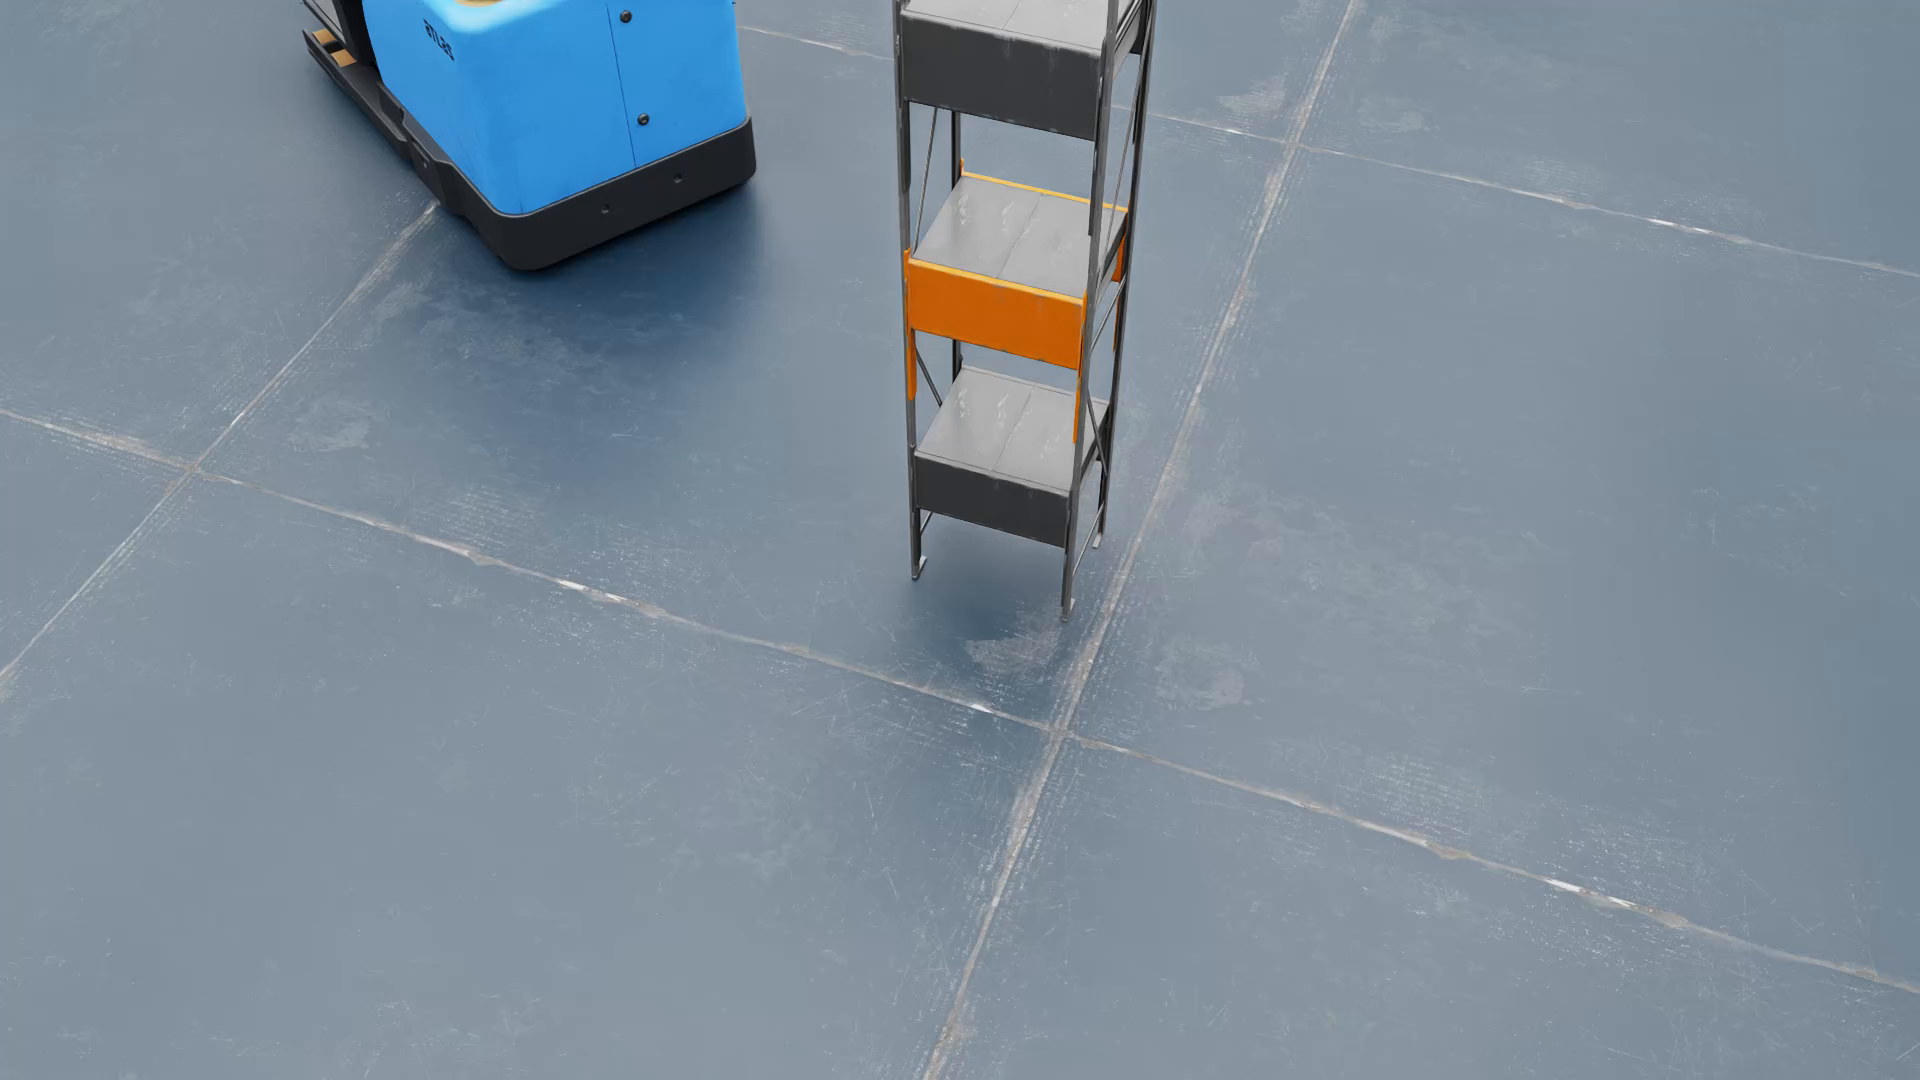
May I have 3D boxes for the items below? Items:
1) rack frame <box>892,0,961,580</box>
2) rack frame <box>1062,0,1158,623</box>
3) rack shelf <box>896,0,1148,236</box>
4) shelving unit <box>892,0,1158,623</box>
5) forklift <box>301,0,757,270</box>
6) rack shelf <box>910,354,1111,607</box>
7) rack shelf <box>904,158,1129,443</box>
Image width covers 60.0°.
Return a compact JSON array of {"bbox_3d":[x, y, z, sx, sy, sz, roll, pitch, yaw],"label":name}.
[{"bbox_3d":[-0.074,-0.708,4.474,0.015,2.100,0.400,16,51,13],"label":"rack frame"},{"bbox_3d":[0.384,-0.580,4.364,0.015,2.100,0.400,16,51,13],"label":"rack frame"},{"bbox_3d":[0.155,-1.094,3.900,0.480,0.518,0.431,16,51,13],"label":"rack shelf"},{"bbox_3d":[0.155,-0.644,4.419,0.503,2.100,0.431,16,51,13],"label":"shelving unit"},{"bbox_3d":[-2.063,-3.007,5.917,1.130,2.935,3.031,-29,55,-23],"label":"forklift"},{"bbox_3d":[0.155,-0.177,4.958,0.480,0.518,0.431,16,51,13],"label":"rack shelf"},{"bbox_3d":[0.155,-0.635,4.429,0.480,0.518,0.431,16,51,13],"label":"rack shelf"}]
